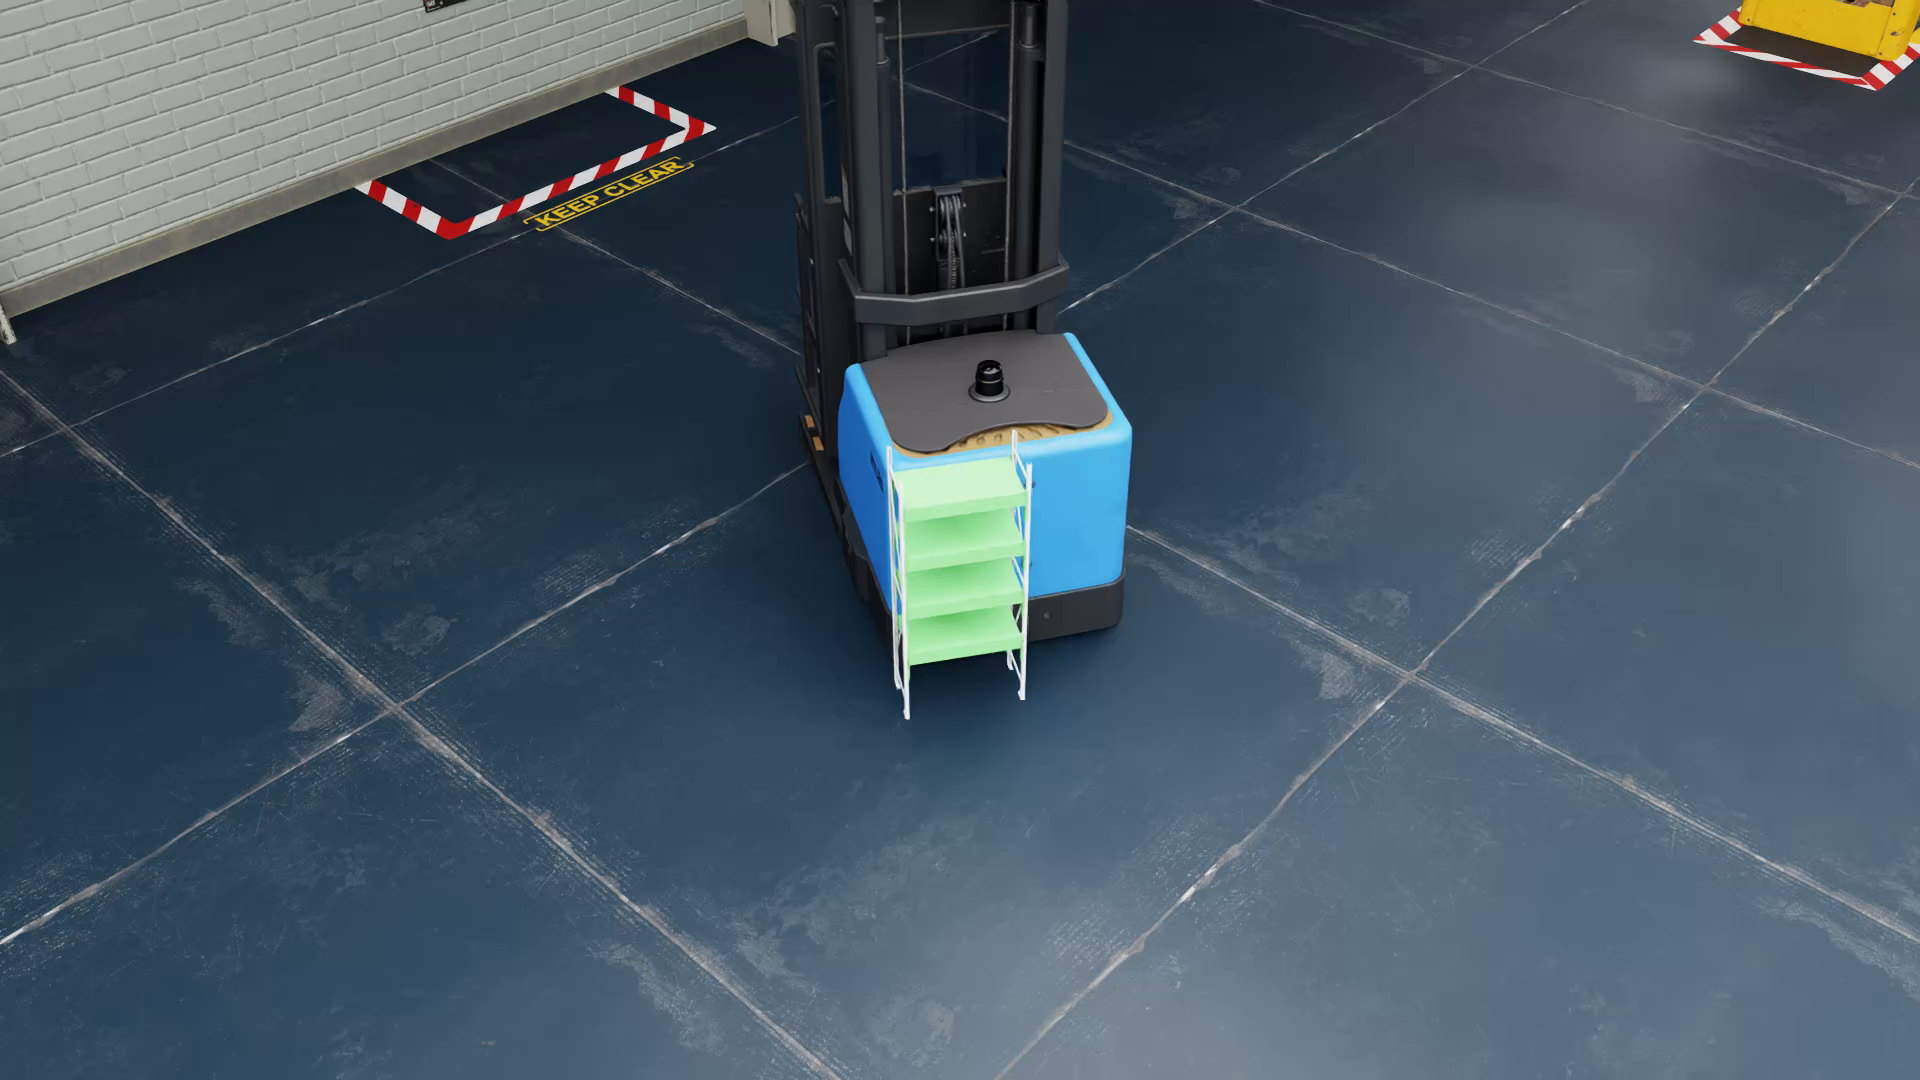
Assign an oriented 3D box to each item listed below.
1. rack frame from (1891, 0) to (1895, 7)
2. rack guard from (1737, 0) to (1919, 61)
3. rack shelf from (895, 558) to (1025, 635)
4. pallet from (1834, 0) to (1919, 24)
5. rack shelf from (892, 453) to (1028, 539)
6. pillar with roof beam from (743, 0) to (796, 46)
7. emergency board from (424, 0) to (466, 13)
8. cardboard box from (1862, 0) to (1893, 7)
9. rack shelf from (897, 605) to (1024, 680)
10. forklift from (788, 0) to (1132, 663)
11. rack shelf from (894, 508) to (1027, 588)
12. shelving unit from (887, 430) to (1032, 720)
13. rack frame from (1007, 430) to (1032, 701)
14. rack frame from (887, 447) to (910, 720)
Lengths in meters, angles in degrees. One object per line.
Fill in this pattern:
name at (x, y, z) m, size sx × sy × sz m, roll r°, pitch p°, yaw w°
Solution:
rack frame at (6.502, -4.992, 11.618) m, size 1.000 × 3.000 × 0.127 m, roll 30°, pitch 47°, yaw 32°
rack guard at (6.486, -4.002, 12.382) m, size 1.175 × 0.500 × 0.348 m, roll 30°, pitch 47°, yaw 32°
rack shelf at (-0.004, 0.209, 6.625) m, size 0.480 × 0.148 × 0.258 m, roll -8°, pitch 39°, yaw -10°
pallet at (6.987, -4.269, 12.949) m, size 1.003 × 0.211 × 1.213 m, roll 30°, pitch 47°, yaw 32°
rack shelf at (-0.005, -0.169, 6.328) m, size 0.480 × 0.148 × 0.258 m, roll -8°, pitch 39°, yaw -10°
pillar with roof beam at (1.807, -5.539, 7.485) m, size 9.100 × 9.000 × 0.400 m, roll 30°, pitch 47°, yaw 32°
emergency board at (-3.086, -3.883, 10.223) m, size 0.157 × 1.169 × 0.626 m, roll 30°, pitch 47°, yaw 32°
cardboard box at (7.028, -4.233, 12.535) m, size 0.500 × 0.250 × 0.500 m, roll 30°, pitch 47°, yaw 32°
rack shelf at (-0.004, 0.397, 6.773) m, size 0.480 × 0.148 × 0.258 m, roll -8°, pitch 39°, yaw -10°
forklift at (-0.179, -1.551, 7.346) m, size 1.130 × 2.935 × 3.031 m, roll -10°, pitch 40°, yaw -12°
rack shelf at (-0.005, 0.020, 6.476) m, size 0.480 × 0.148 × 0.258 m, roll -8°, pitch 39°, yaw -10°
shelving unit at (-0.004, 0.159, 6.585) m, size 0.503 × 1.200 × 0.258 m, roll -8°, pitch 39°, yaw -10°
rack frame at (0.233, 0.124, 6.628) m, size 0.015 × 1.200 × 0.240 m, roll -8°, pitch 39°, yaw -10°
rack frame at (-0.242, 0.193, 6.542) m, size 0.015 × 1.200 × 0.240 m, roll -8°, pitch 39°, yaw -10°
